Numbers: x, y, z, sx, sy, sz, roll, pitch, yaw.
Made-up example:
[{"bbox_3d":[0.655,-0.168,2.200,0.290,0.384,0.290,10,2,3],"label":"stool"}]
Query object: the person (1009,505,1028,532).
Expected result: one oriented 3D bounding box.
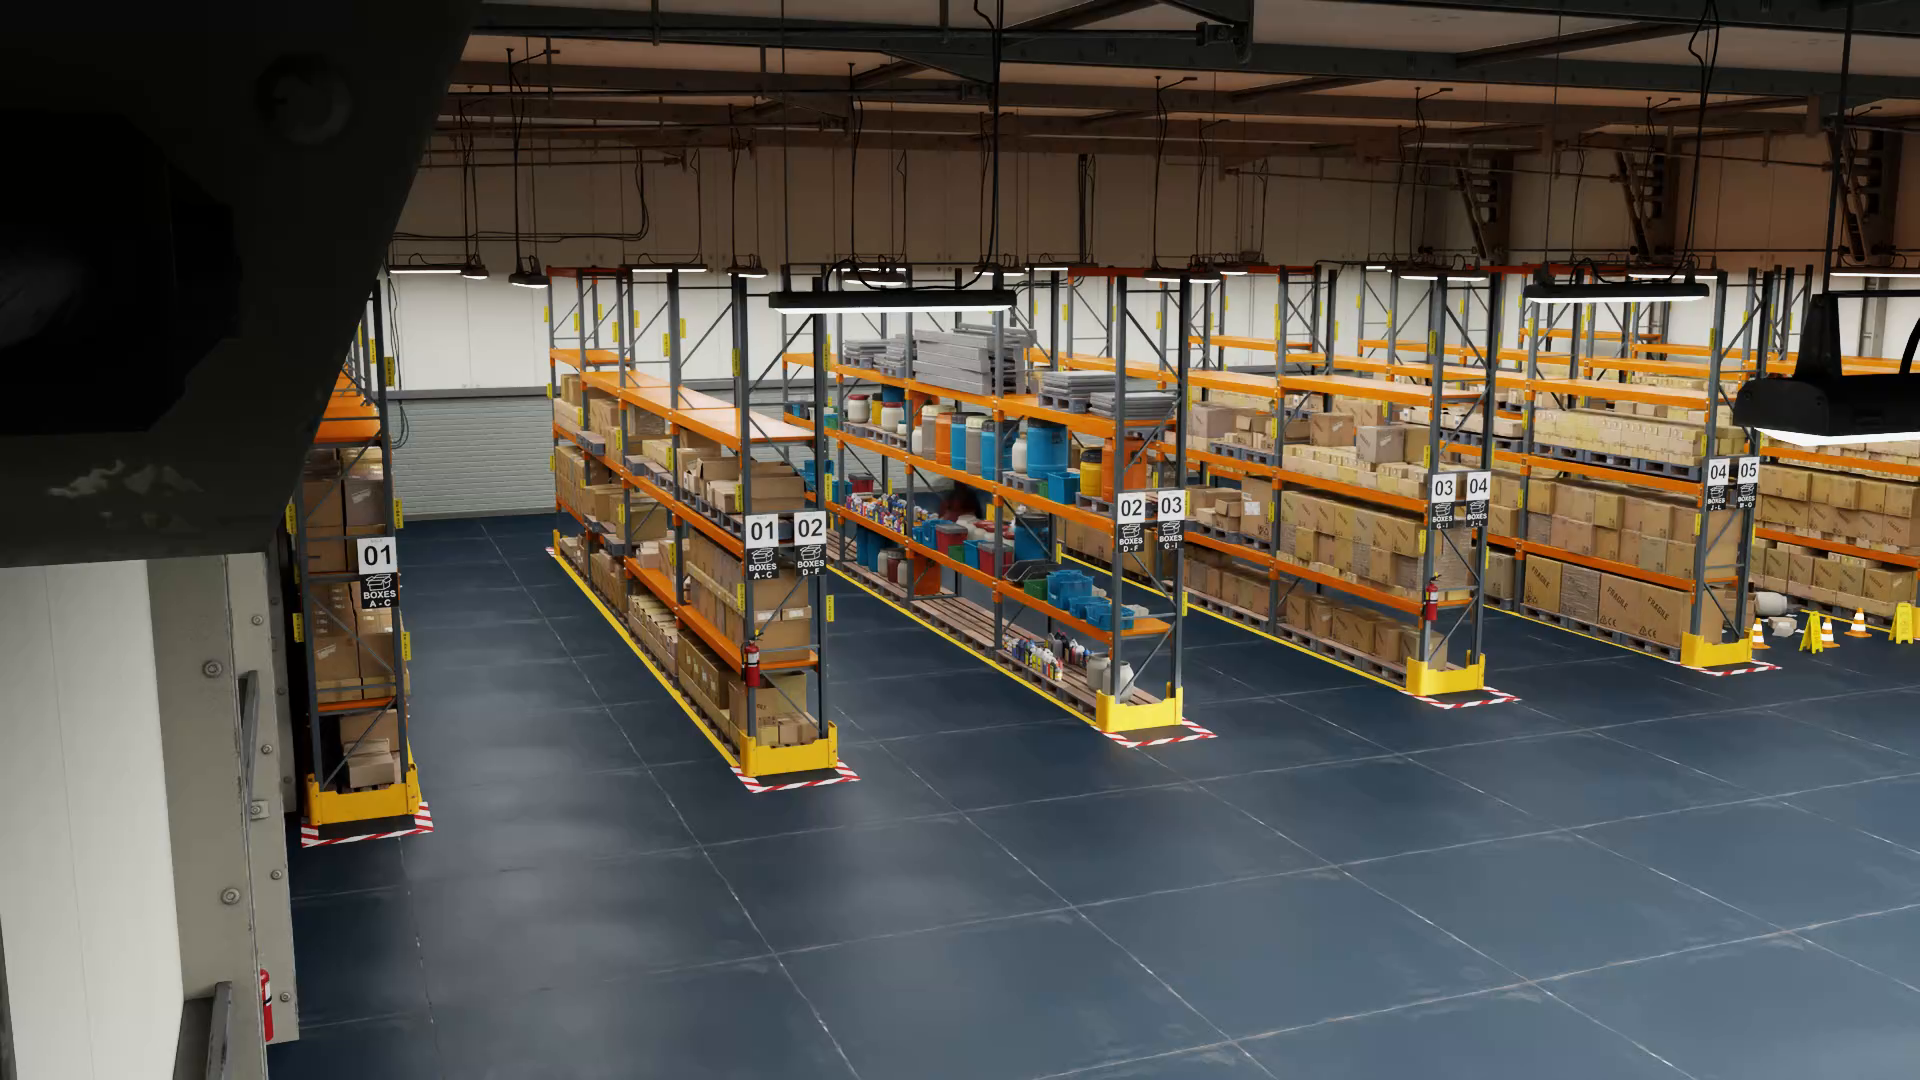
[{"bbox_3d":[1.163,0.158,29.757,0.618,1.621,0.940,-3,10,-19],"label":"person"}]
